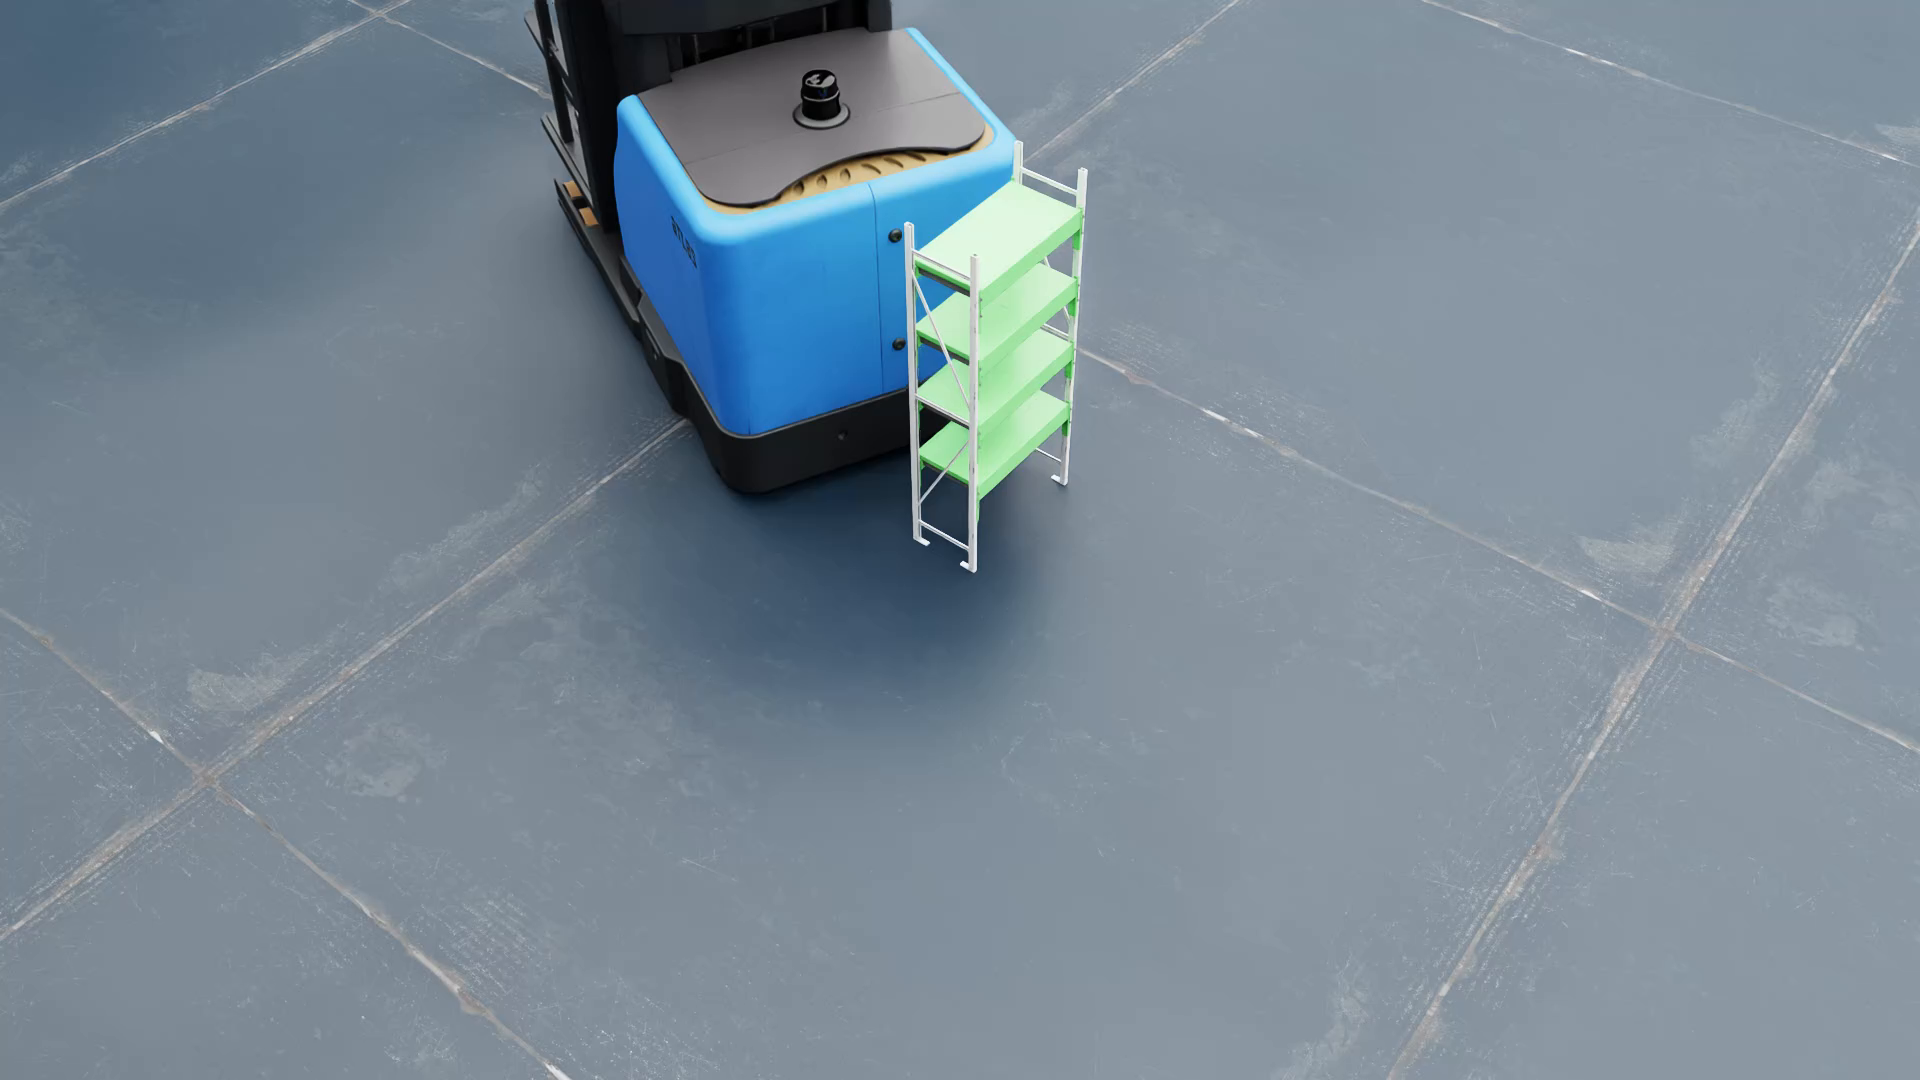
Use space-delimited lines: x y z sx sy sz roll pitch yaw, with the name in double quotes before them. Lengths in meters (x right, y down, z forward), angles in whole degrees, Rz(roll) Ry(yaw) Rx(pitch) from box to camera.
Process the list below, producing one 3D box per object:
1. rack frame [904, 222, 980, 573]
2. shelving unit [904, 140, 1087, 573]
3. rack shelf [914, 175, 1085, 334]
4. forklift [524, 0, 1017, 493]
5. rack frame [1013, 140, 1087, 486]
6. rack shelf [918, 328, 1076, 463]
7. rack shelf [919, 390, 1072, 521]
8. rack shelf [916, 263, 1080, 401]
"rack frame" -0.048 -0.370 4.773 0.240 1.200 0.015 29 53 25
"shelving unit" 0.101 -0.509 4.907 0.258 1.200 0.503 29 53 25
"rack shelf" 0.101 -0.797 4.606 0.258 0.148 0.480 29 53 25
"forklift" -0.896 -2.236 5.359 1.130 2.935 3.031 -19 49 -18
"rack frame" 0.250 -0.649 5.040 0.240 1.200 0.015 29 53 25
"rack shelf" 0.101 -0.465 4.953 0.258 0.148 0.480 29 53 25
"rack shelf" 0.101 -0.299 5.126 0.258 0.148 0.480 29 53 25
"rack shelf" 0.101 -0.631 4.779 0.258 0.148 0.480 29 53 25
